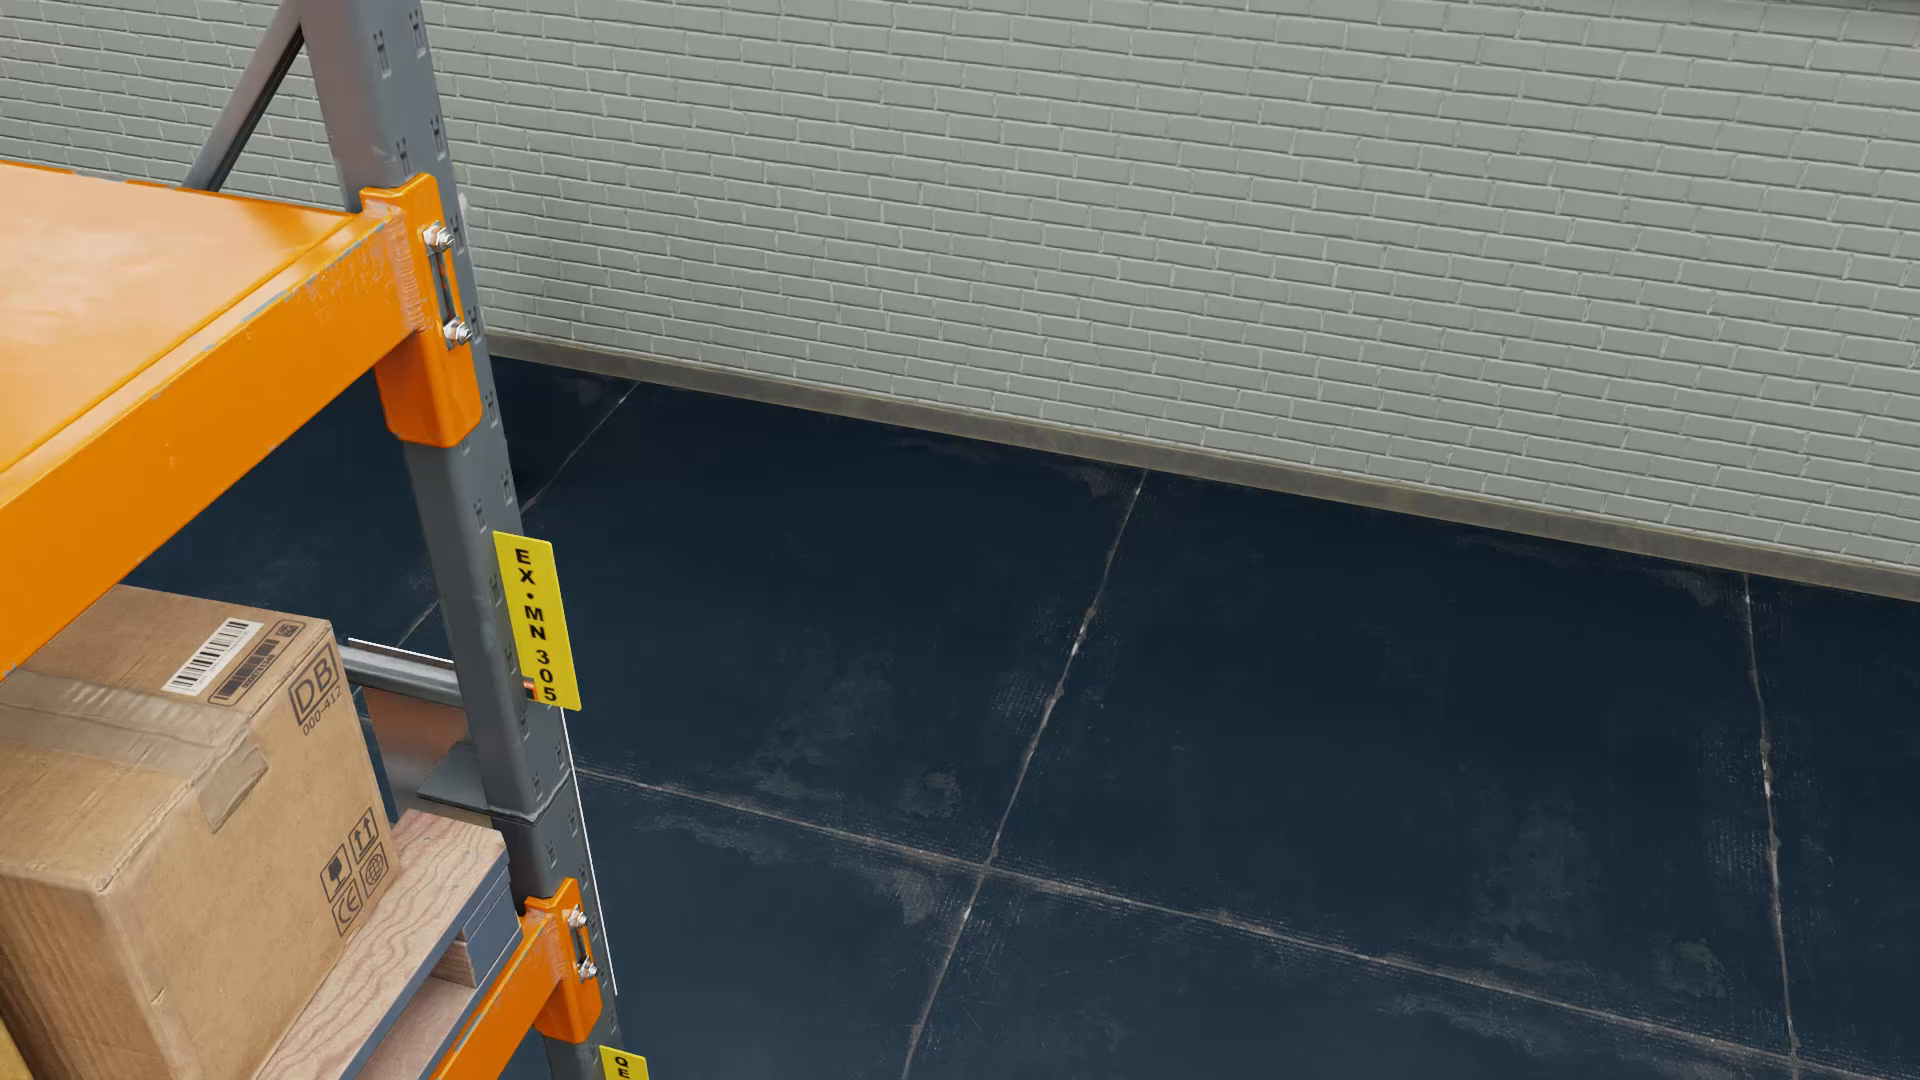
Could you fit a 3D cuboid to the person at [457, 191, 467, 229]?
[{"bbox_3d":[-2.715,-1.163,8.448,0.625,1.781,0.601,10,38,14],"label":"person"}]
